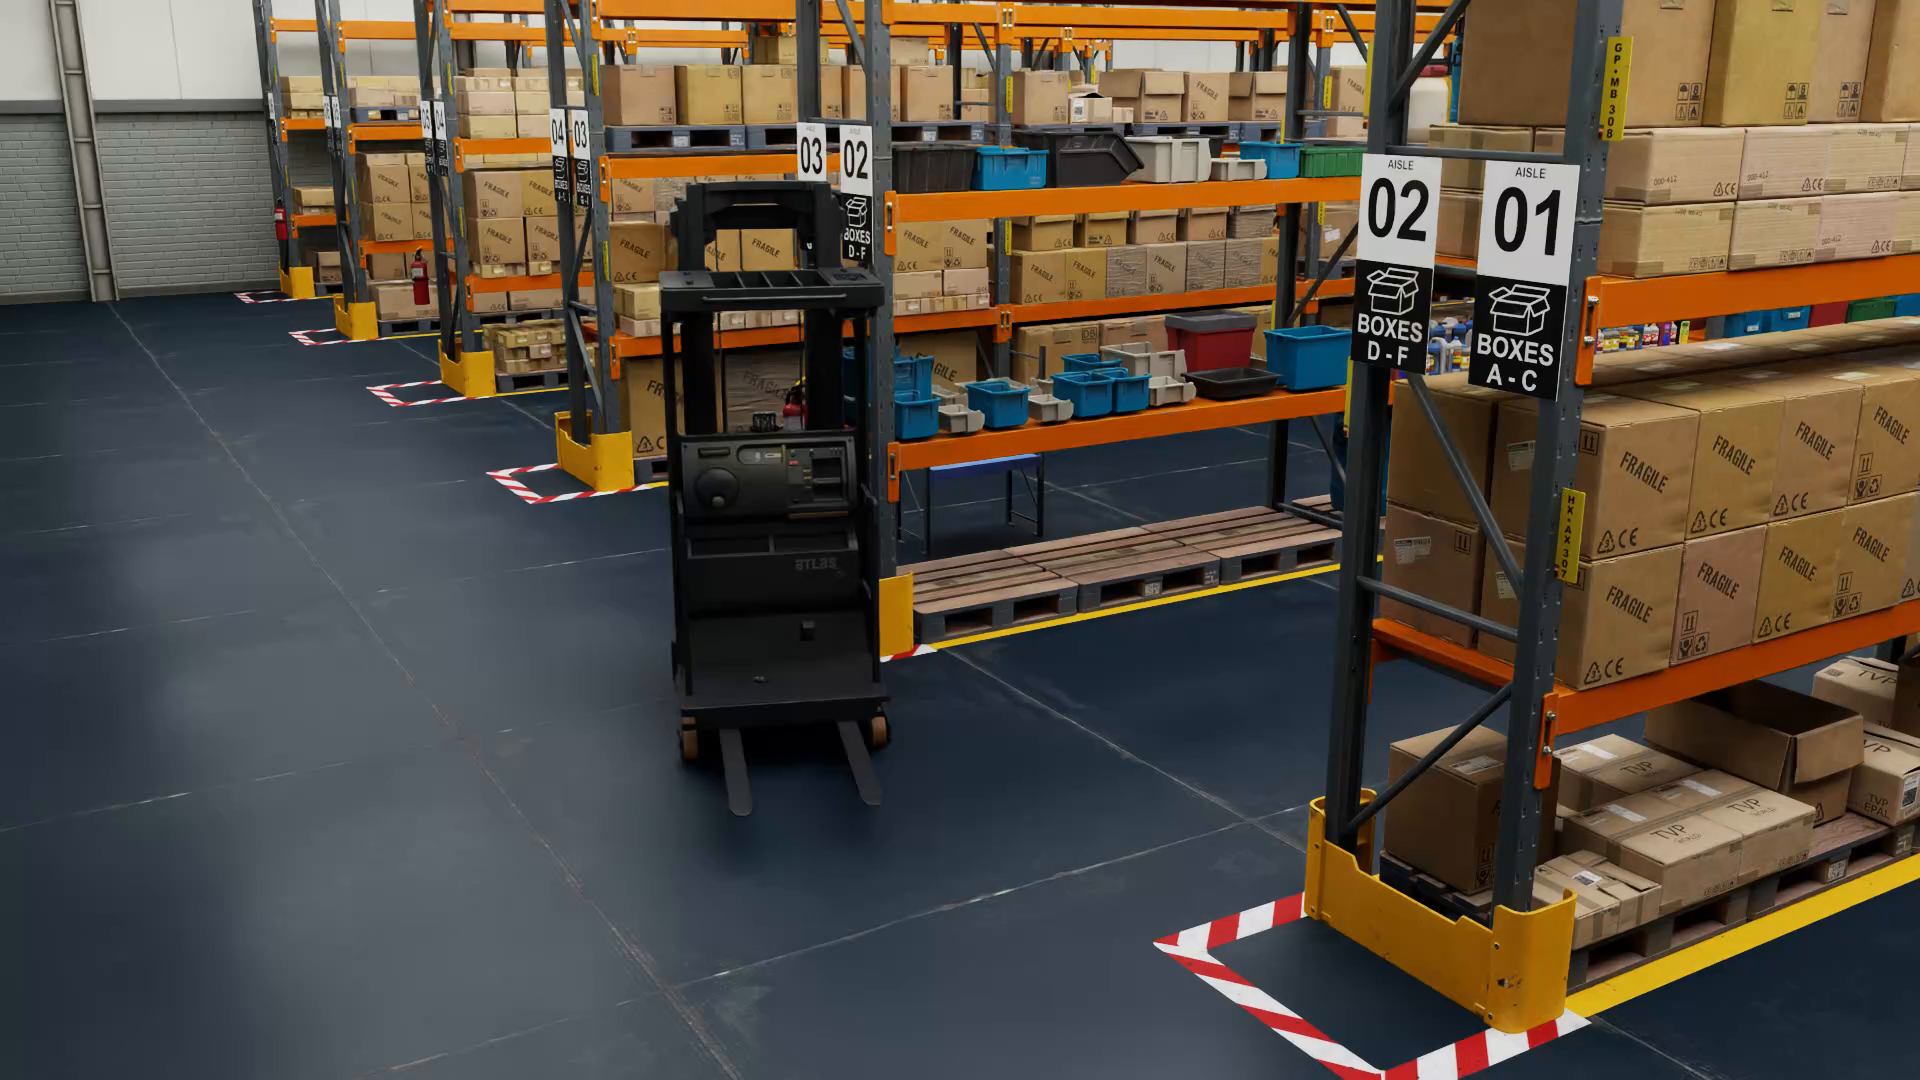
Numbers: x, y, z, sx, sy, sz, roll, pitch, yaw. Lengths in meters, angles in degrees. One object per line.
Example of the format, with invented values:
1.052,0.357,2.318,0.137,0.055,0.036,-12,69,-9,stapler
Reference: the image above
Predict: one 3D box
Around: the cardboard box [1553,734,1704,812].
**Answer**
3.014,1.130,7.599,0.500,0.250,0.500,-9,18,-30,cardboard box

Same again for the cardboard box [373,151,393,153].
-7.948,-5.288,22.979,0.250,0.149,0.380,-9,18,-29,cardboard box

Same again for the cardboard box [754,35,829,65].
-1.517,-4.399,14.950,0.500,0.250,0.500,-10,18,-31,cardboard box

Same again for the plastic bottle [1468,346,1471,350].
3.913,-1.395,12.697,0.097,0.201,0.097,0,16,0,plastic bottle

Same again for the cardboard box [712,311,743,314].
-2.261,-2.166,14.805,0.500,0.250,0.500,-9,18,-30,cardboard box

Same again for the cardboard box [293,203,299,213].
-10.771,-5.445,27.241,0.250,0.149,0.380,-9,18,-30,cardboard box

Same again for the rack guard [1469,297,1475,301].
8.014,-4.202,26.974,0.348,0.500,1.175,-9,18,-30,rack guard

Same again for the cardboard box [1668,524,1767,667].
2.800,0.154,6.617,0.500,0.500,0.500,-9,18,-30,cardboard box

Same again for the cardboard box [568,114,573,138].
-4.317,-4.700,18.841,0.500,0.250,0.500,-10,18,-32,cardboard box

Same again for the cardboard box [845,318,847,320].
-1.238,-2.120,15.379,0.250,0.149,0.380,-9,18,-29,cardboard box

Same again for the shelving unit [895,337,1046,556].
0.073,-0.734,12.750,1.048,1.500,0.538,-9,18,-30,shelving unit

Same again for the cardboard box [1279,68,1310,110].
3.884,-4.986,18.471,0.500,0.500,0.500,-9,18,-28,cardboard box

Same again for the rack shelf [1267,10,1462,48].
5.318,-5.756,18.847,4.000,0.370,1.077,-9,18,-30,rack shelf

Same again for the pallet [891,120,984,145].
-0.532,-3.863,15.740,1.213,0.211,1.003,-9,18,-30,pallet

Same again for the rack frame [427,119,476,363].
-5.722,-3.178,18.690,0.127,3.000,1.000,-9,18,-30,rack frame

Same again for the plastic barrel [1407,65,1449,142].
3.306,-3.154,12.016,0.433,0.535,0.433,0,16,0,plastic barrel

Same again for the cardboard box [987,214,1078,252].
0.718,-3.194,16.705,0.637,0.503,0.797,-10,18,-31,cardboard box

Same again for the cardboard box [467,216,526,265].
-5.195,-3.368,18.631,0.500,0.500,0.500,-8,18,-27,cardboard box

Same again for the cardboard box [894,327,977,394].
-0.432,-1.679,16.499,0.875,0.875,0.875,-9,18,-30,cardboard box

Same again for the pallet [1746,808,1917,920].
3.637,1.329,7.780,1.213,0.211,1.003,-9,18,-30,pallet

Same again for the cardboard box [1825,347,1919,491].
4.104,-0.538,7.233,0.500,0.500,0.500,-9,18,-29,cardboard box

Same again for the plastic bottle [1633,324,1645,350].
5.554,-1.695,13.637,0.097,0.271,0.097,0,16,0,plastic bottle

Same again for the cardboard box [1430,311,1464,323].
5.597,-2.473,19.990,0.500,0.500,0.700,-11,19,-34,cardboard box

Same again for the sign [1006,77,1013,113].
0.462,-4.176,15.587,0.005,0.325,0.100,-9,18,-30,sign

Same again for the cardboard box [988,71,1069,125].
0.667,-4.350,16.351,0.500,0.500,0.700,-9,18,-28,cardboard box

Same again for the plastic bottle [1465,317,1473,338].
4.188,-1.693,13.631,0.097,0.271,0.097,0,16,0,plastic bottle

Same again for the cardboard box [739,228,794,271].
-1.834,-2.596,14.950,0.500,0.500,0.500,-10,18,-31,cardboard box

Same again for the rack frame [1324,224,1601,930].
1.845,0.276,6.368,0.127,3.000,1.000,-9,18,-30,rack frame

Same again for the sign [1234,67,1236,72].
5.078,-8.524,30.585,0.005,0.325,0.100,-9,18,-30,sign

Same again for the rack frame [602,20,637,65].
-4.929,-7.754,23.900,0.127,3.000,1.000,-9,18,-30,rack frame

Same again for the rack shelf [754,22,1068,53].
-0.579,-6.362,21.007,4.000,0.370,1.077,-9,18,-30,rack shelf

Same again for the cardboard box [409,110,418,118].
-8.949,-6.998,27.224,0.250,0.149,0.380,-9,18,-29,cardboard box

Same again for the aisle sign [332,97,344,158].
-8.270,-5.484,22.100,0.004,0.787,0.394,-9,18,-30,aisle sign

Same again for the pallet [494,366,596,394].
-4.942,-1.951,19.478,1.213,0.211,1.003,-9,18,-30,pallet

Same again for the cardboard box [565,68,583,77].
-5.541,-6.575,24.103,0.500,0.500,0.500,-9,18,-29,cardboard box

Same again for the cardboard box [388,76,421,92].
-9.106,-7.430,27.100,0.500,0.250,0.500,-9,18,-28,cardboard box

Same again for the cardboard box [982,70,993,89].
0.491,-5.960,21.454,0.258,0.266,0.396,-9,18,-30,cardboard box

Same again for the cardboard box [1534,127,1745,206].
2.419,-1.348,5.956,0.500,0.250,0.500,-9,18,-30,cardboard box

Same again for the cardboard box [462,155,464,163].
-7.027,-5.289,22.980,0.250,0.149,0.380,-9,18,-29,cardboard box

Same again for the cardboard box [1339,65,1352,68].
5.487,-6.847,24.245,0.250,0.149,0.380,-9,18,-30,cardboard box

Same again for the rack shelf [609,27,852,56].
-3.214,-7.493,25.043,4.000,0.370,1.077,-9,18,-30,rack shelf

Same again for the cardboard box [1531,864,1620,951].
2.381,1.458,6.618,0.250,0.149,0.380,-9,18,-30,cardboard box

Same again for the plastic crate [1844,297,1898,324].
8.236,-2.129,15.341,0.662,0.188,0.450,-9,18,-30,plastic crate

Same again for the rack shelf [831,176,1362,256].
1.011,-2.247,11.142,4.000,0.370,1.077,-9,18,-30,rack shelf

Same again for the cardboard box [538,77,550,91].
-4.620,-5.061,18.463,0.250,0.149,0.380,-9,18,-29,cardboard box

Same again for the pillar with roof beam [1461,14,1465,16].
14.240,-11.354,36.742,0.400,9.000,9.100,-9,18,-30,pillar with roof beam

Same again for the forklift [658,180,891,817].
-0.983,-0.355,8.745,1.130,2.935,3.031,-3,16,-11,forklift

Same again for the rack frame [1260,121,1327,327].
3.604,-3.129,18.514,0.127,3.000,1.000,-9,18,-30,rack frame

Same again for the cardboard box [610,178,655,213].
-3.879,-4.062,19.256,0.500,0.500,0.500,-10,18,-31,cardboard box

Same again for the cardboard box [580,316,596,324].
-4.541,-2.585,19.976,0.250,0.149,0.380,-8,18,-28,cardboard box

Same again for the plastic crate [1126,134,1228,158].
1.520,-2.699,11.665,0.590,0.269,0.497,-9,18,-30,plastic crate

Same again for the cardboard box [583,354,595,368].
-4.441,-2.108,19.377,0.250,0.149,0.380,-9,18,-29,cardboard box

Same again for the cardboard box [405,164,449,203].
-7.360,-4.913,22.842,0.500,0.500,0.500,-10,18,-31,cardboard box

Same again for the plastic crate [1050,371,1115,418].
0.807,-0.960,10.977,0.300,0.233,0.416,-9,18,-30,plastic crate

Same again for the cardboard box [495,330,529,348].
-5.098,-2.288,18.918,0.250,0.149,0.380,-10,19,-32,cardboard box

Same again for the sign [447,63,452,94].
-5.442,-4.918,17.720,0.005,0.325,0.100,-9,18,-30,sign

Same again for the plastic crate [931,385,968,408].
-0.097,-0.928,11.040,0.243,0.136,0.396,-9,18,-30,plastic crate
